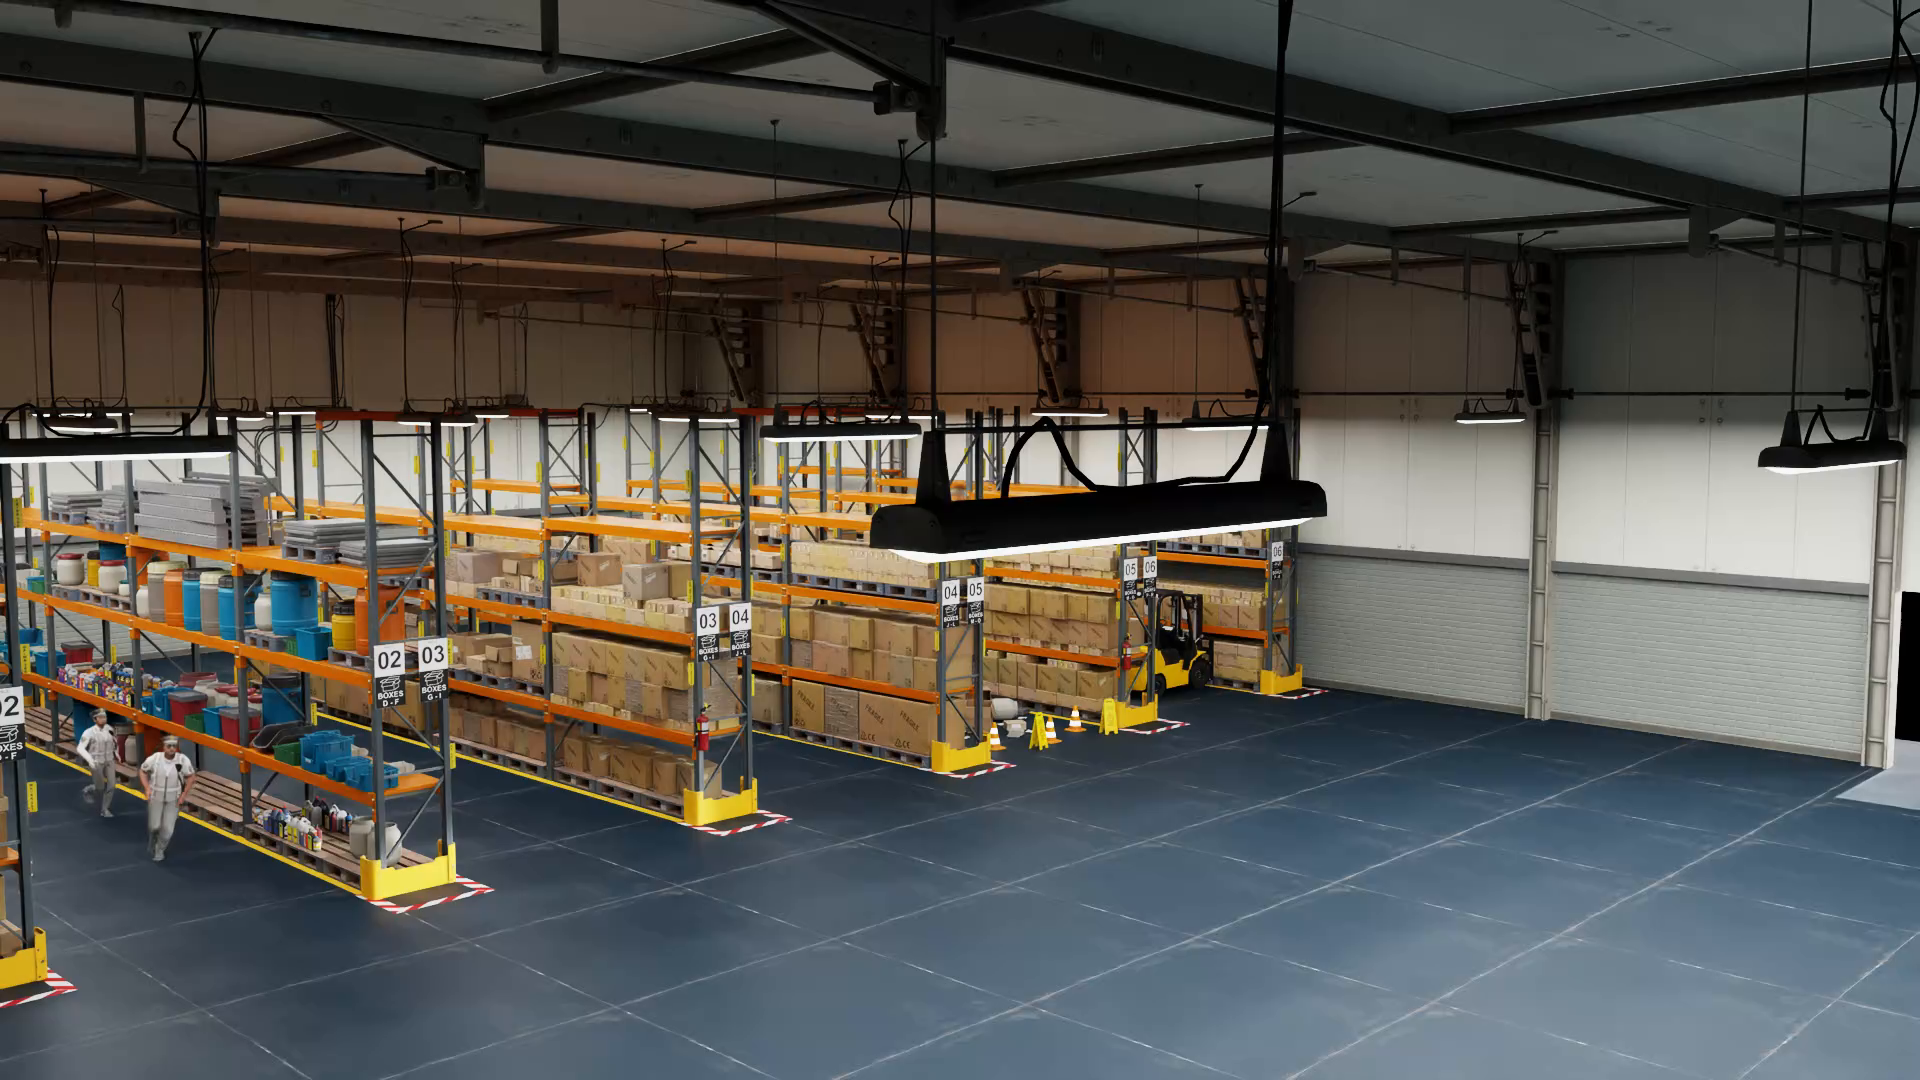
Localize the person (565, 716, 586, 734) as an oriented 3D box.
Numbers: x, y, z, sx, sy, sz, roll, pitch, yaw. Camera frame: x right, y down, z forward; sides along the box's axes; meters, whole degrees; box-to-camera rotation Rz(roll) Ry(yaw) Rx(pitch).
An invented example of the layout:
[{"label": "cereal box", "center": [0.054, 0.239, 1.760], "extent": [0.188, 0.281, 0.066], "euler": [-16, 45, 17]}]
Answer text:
[{"label": "person", "center": [-6.982, 2.766, 30.654], "extent": [0.713, 1.704, 0.668], "euler": [3, 6, 27]}]

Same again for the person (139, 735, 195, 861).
[{"label": "person", "center": [-10.781, 3.478, 22.639], "extent": [0.691, 1.721, 0.545], "euler": [-2, 5, -23]}]

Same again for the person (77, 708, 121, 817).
[{"label": "person", "center": [-12.885, 3.316, 24.891], "extent": [0.659, 1.644, 0.627], "euler": [4, 6, 35]}]
